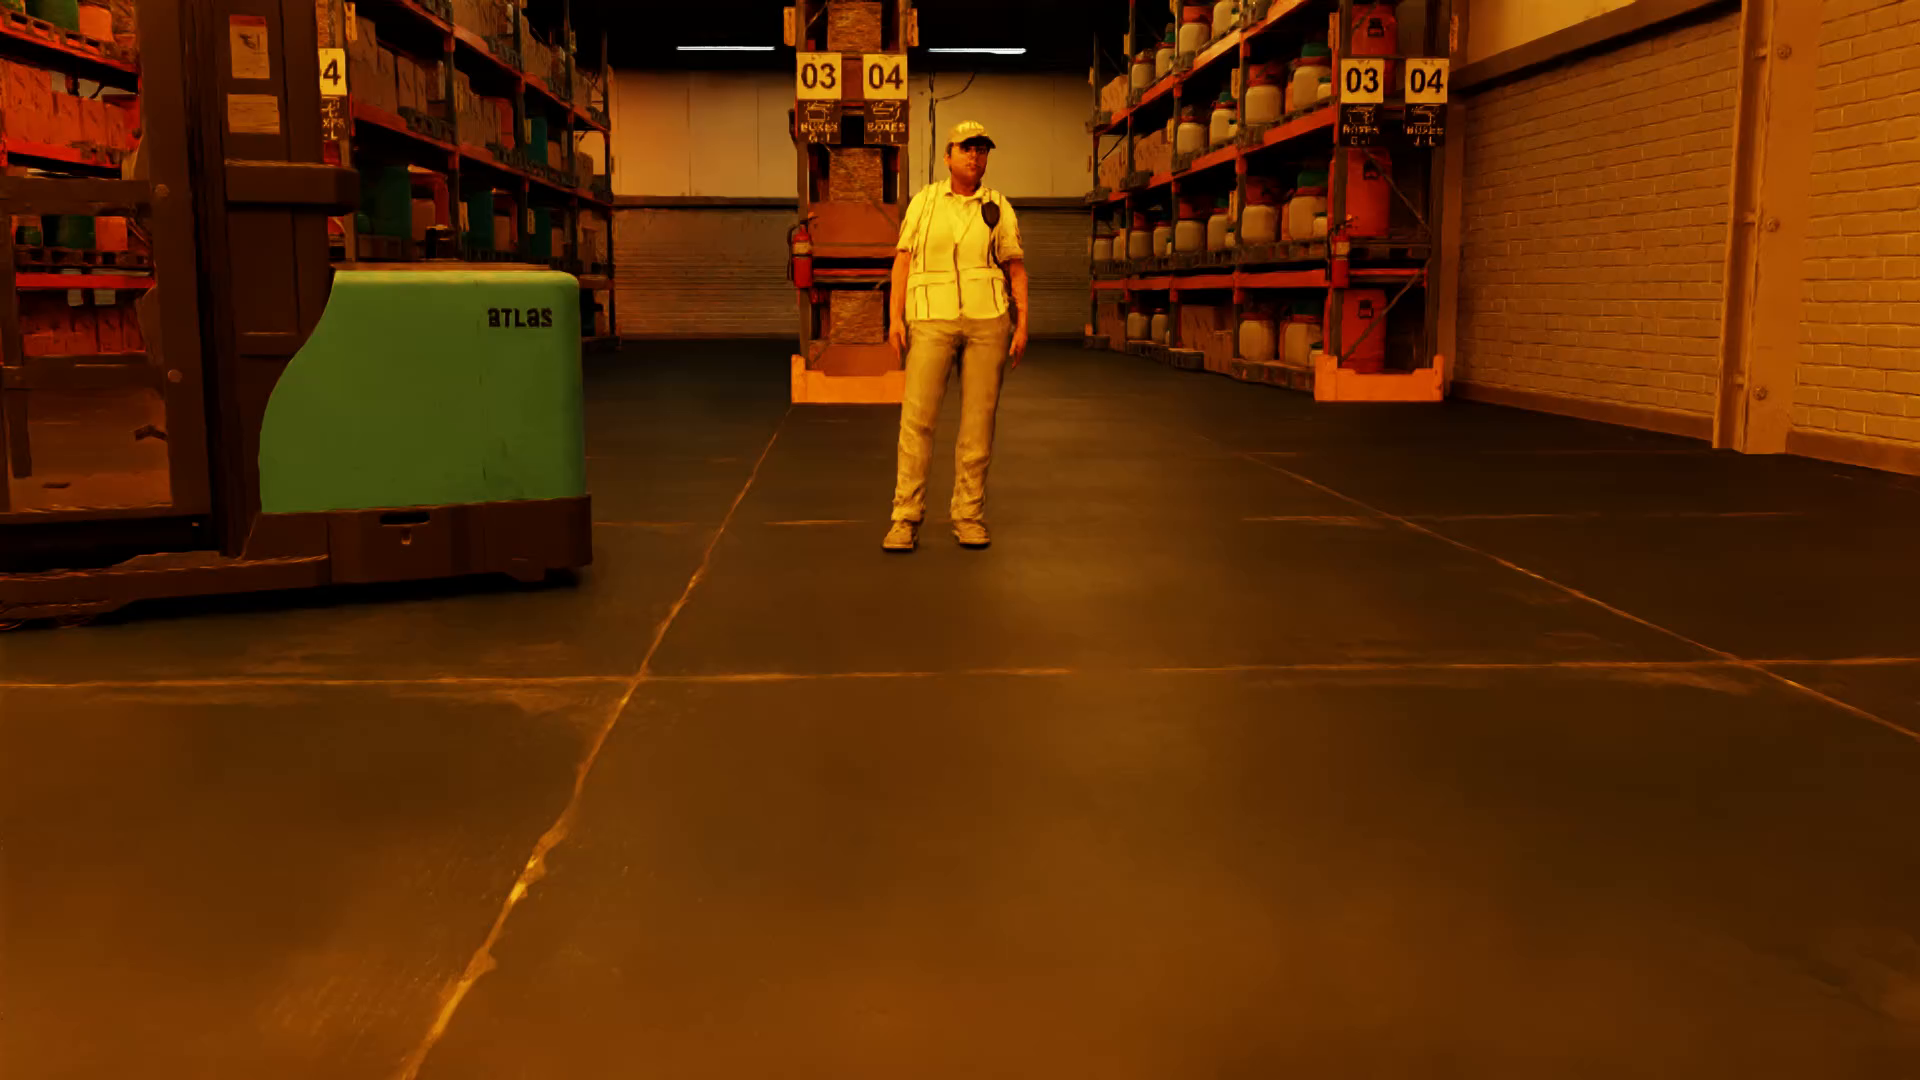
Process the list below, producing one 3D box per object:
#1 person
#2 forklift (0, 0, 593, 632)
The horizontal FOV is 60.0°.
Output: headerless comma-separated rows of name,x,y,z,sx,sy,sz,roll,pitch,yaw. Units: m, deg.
person,-0.018,-0.820,6.609,0.598,1.669,0.529,-1,8,-4
forklift,-2.836,-1.264,5.345,3.031,2.935,1.130,-4,9,-25
